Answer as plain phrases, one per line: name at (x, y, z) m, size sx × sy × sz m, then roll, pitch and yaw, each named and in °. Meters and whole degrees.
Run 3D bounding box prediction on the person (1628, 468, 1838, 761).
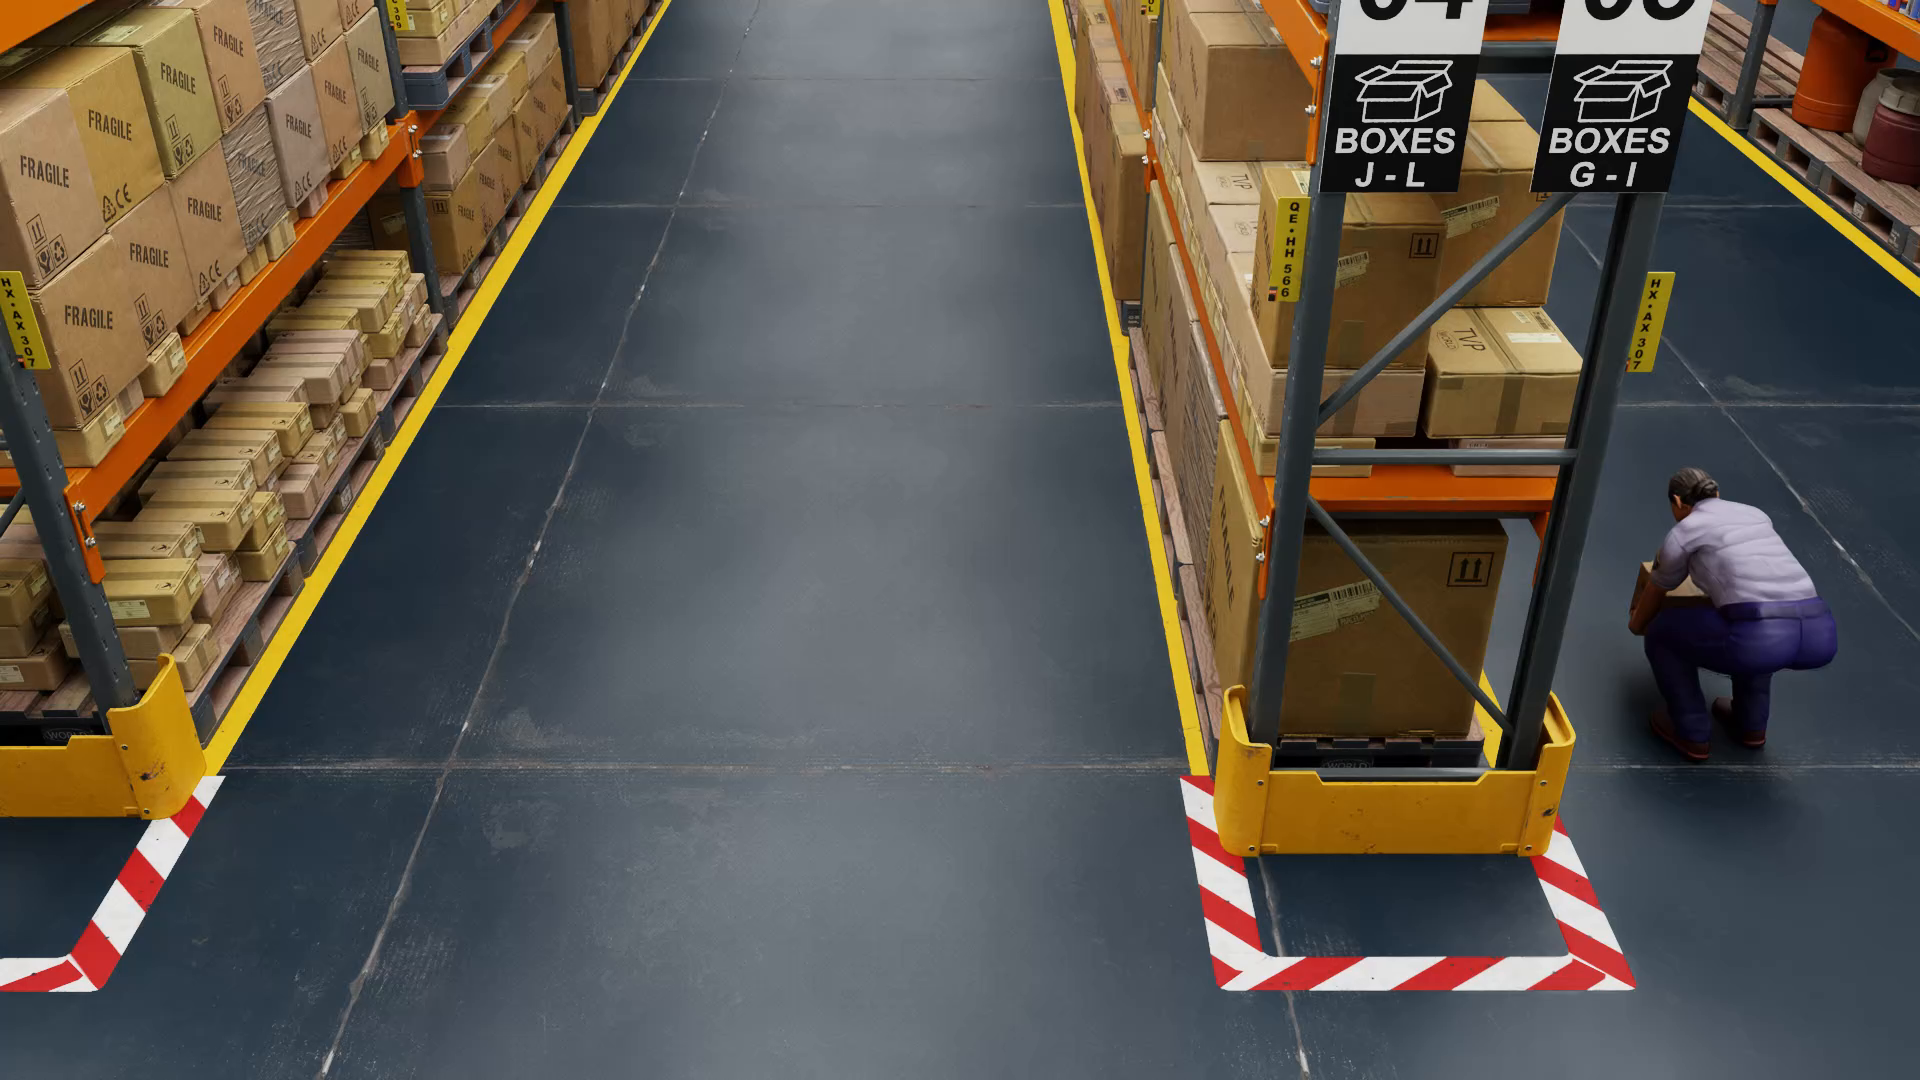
person at (2.901, 0.304, 6.332) m, size 0.514 × 0.946 × 0.866 m, roll -5°, pitch 32°, yaw -9°
